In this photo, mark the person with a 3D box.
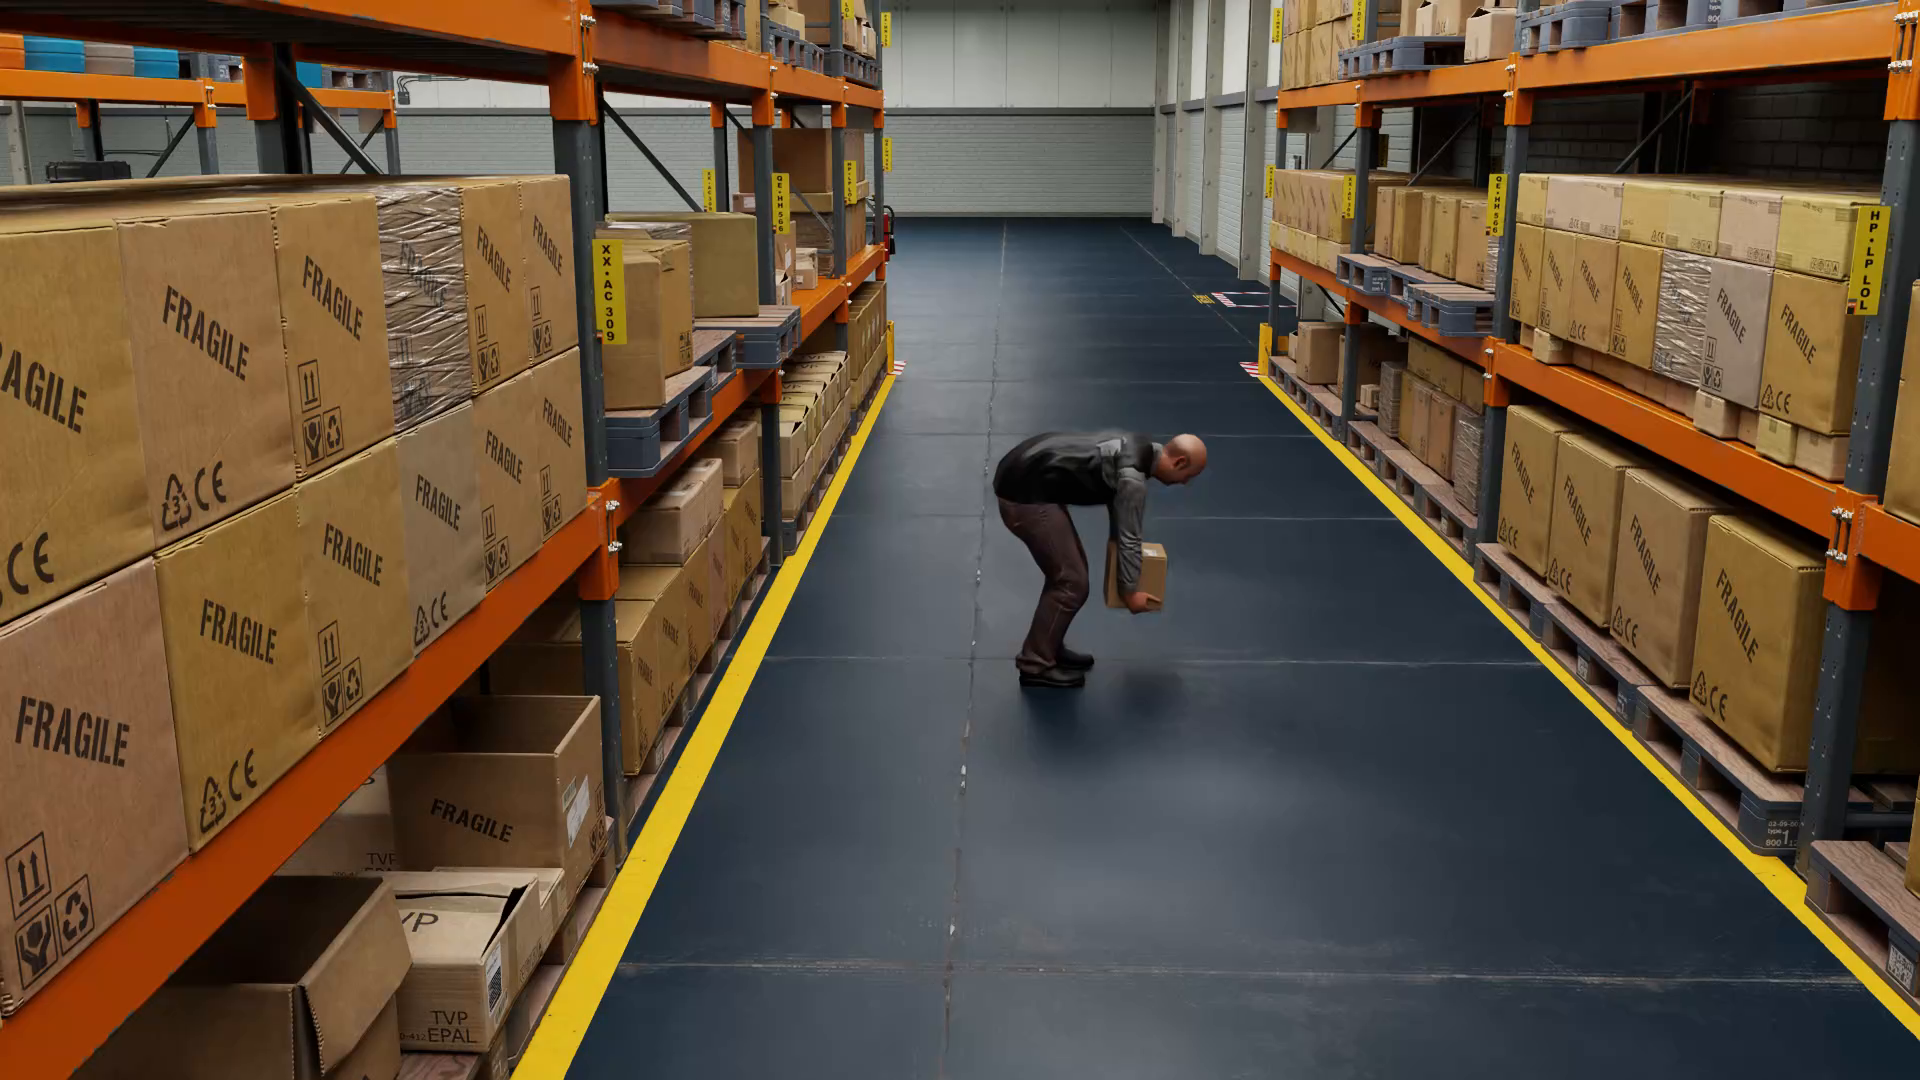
[{"bbox_3d":[0.481,-0.178,7.456,0.612,1.641,0.472,0,14,0],"label":"person"}]
